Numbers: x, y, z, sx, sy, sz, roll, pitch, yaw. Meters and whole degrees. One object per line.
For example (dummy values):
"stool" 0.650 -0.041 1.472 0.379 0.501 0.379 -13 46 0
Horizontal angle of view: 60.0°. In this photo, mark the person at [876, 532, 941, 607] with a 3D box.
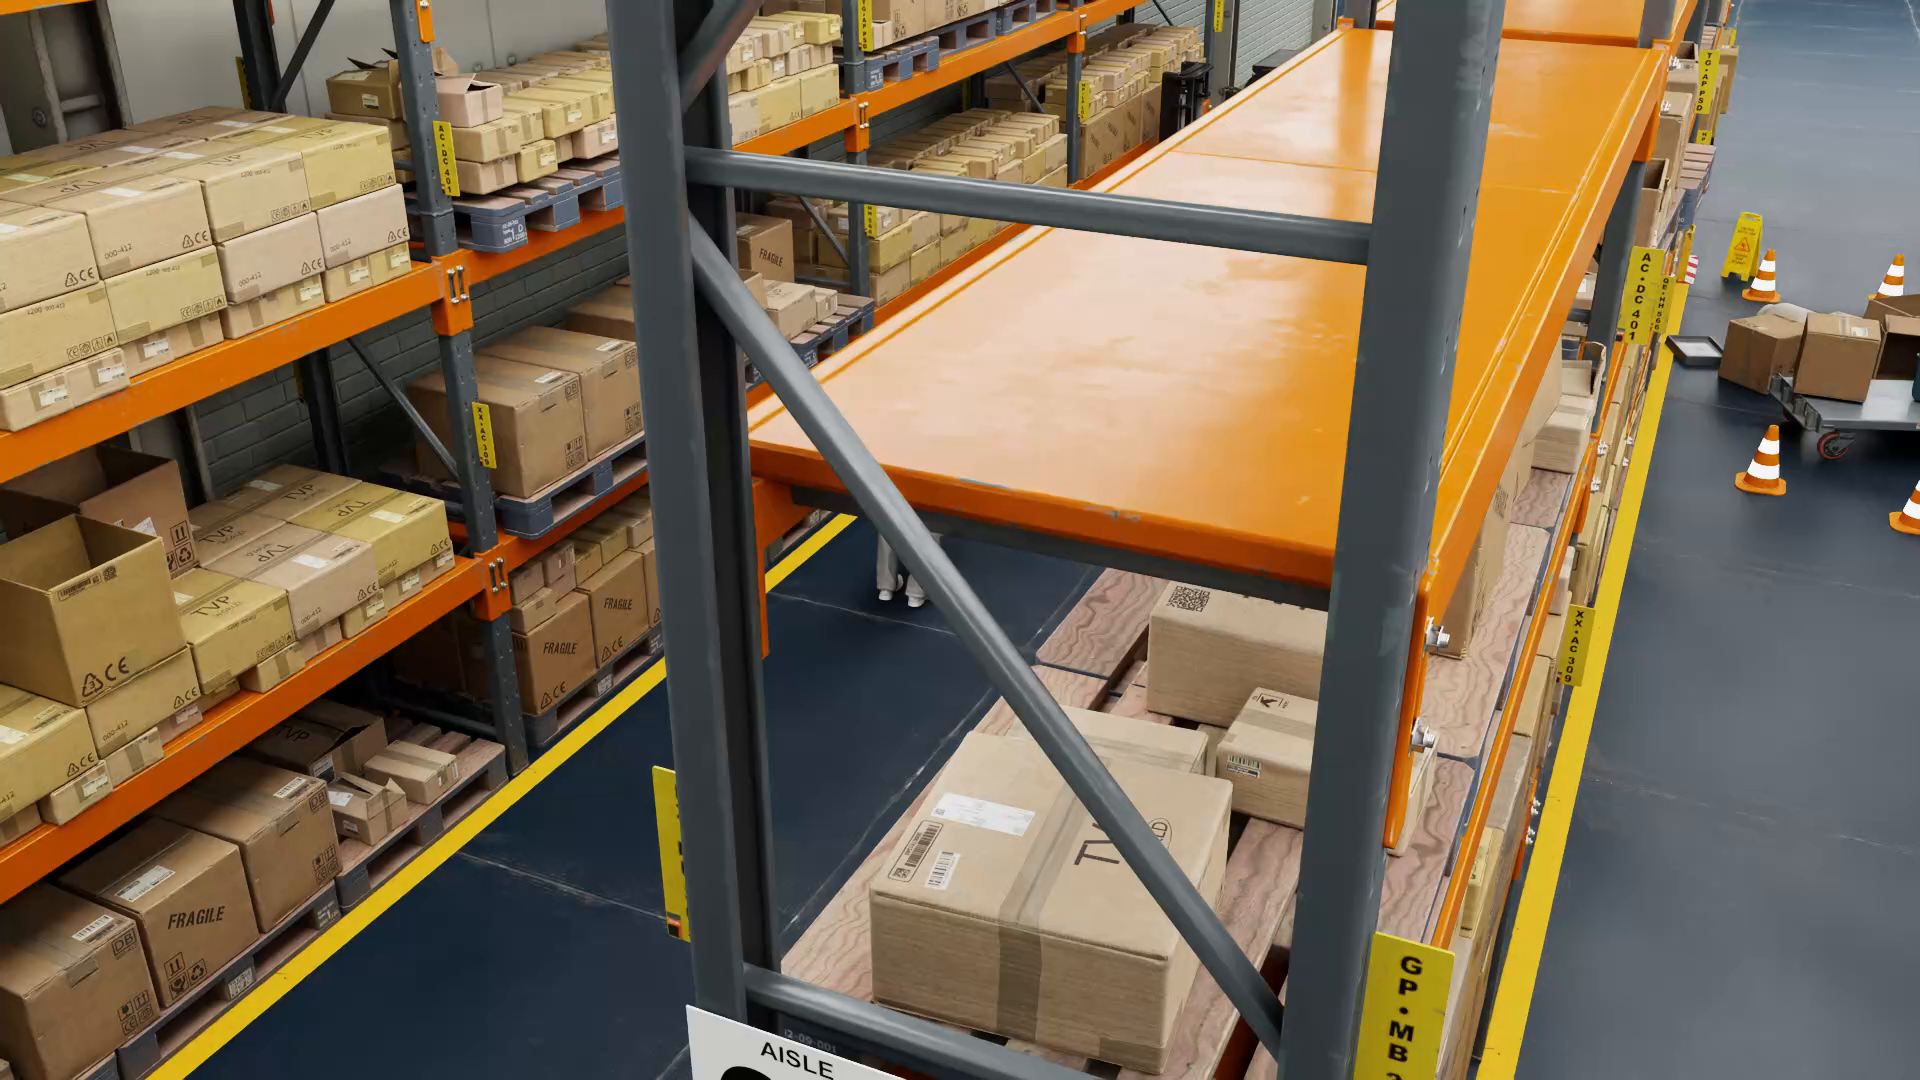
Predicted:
"person" -0.260 -0.292 10.498 0.414 1.252 0.836 10 28 20
